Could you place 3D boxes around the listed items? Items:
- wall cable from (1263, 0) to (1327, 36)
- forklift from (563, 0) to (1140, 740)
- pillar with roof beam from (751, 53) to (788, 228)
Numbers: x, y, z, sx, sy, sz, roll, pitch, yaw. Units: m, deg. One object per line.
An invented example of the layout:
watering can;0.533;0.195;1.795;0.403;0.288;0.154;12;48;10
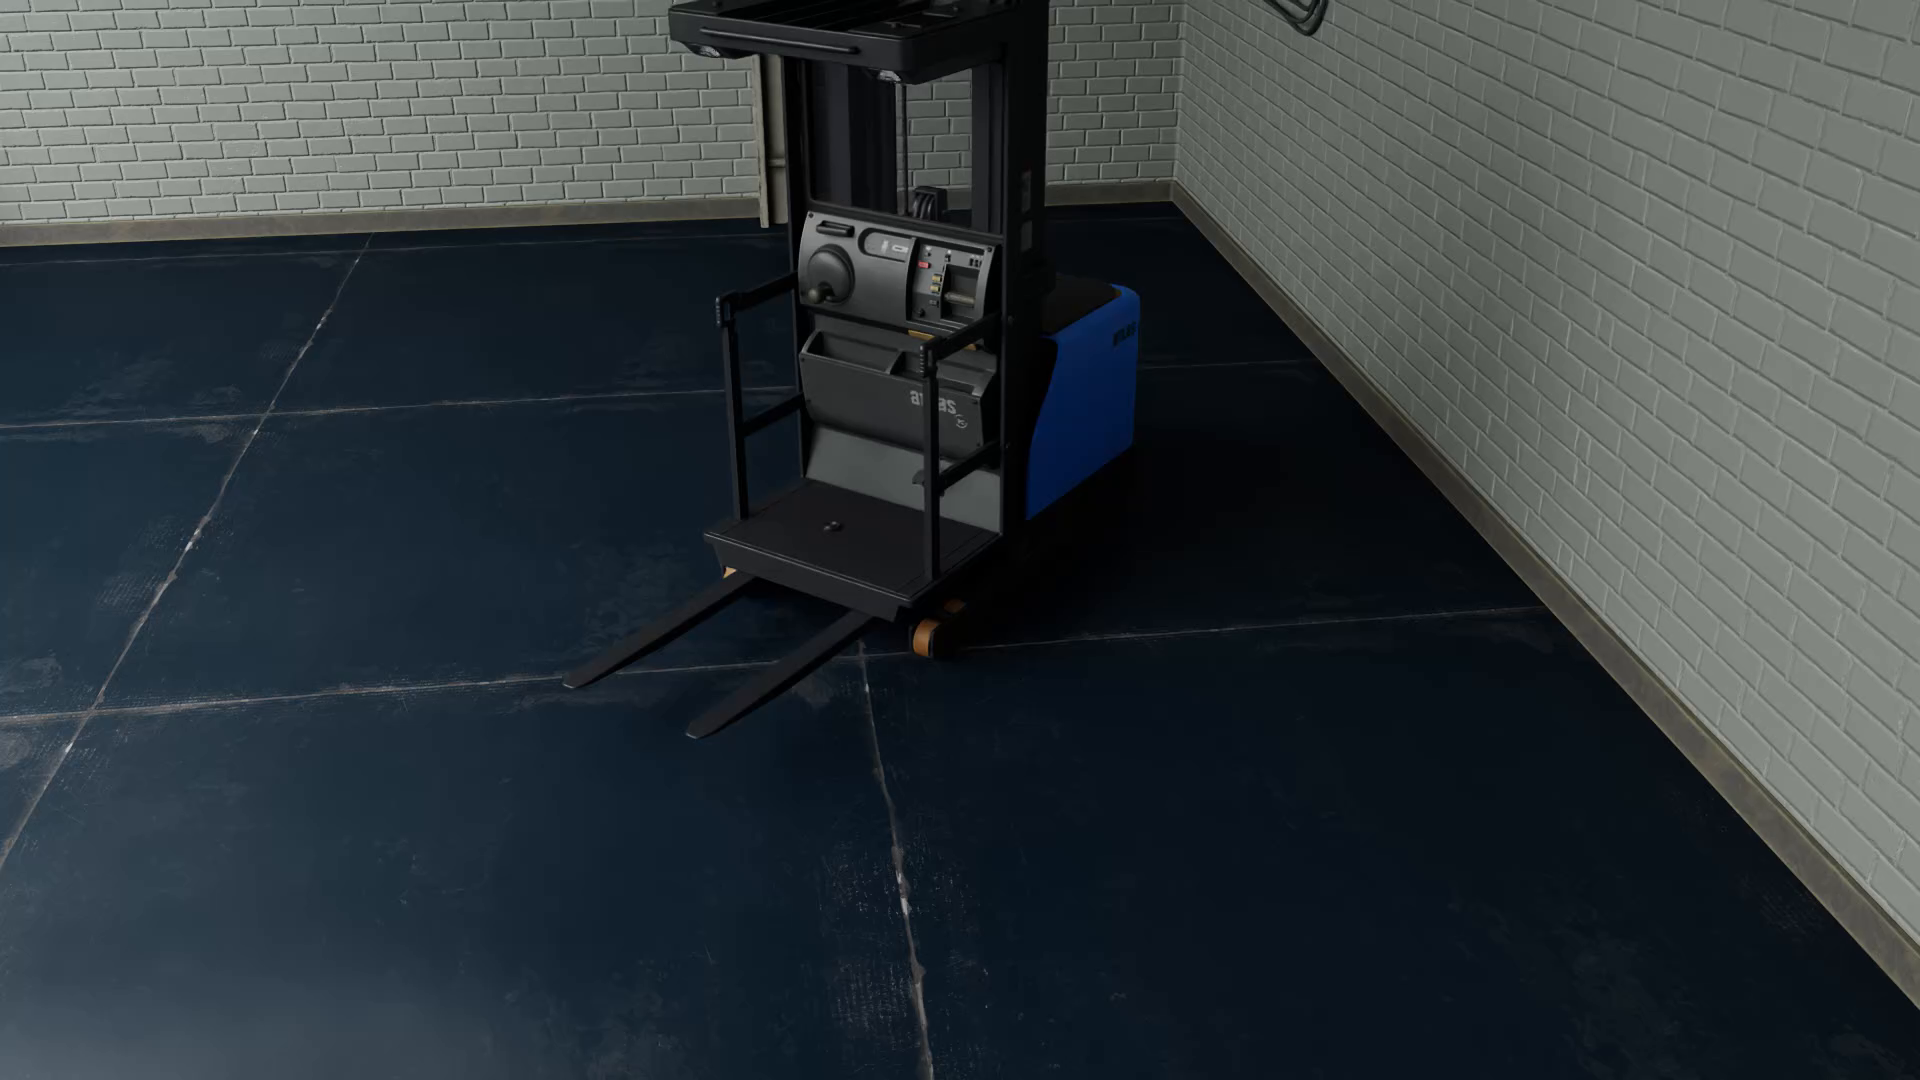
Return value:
wall cable;1.816;-4.591;10.242;0.112;2.526;3.097;-4;27;-7
forklift;-0.381;-1.063;6.612;1.130;2.935;3.031;17;31;29
pillar with roof beam;-0.685;-4.437;6.540;0.400;9.000;9.100;-4;27;-7
